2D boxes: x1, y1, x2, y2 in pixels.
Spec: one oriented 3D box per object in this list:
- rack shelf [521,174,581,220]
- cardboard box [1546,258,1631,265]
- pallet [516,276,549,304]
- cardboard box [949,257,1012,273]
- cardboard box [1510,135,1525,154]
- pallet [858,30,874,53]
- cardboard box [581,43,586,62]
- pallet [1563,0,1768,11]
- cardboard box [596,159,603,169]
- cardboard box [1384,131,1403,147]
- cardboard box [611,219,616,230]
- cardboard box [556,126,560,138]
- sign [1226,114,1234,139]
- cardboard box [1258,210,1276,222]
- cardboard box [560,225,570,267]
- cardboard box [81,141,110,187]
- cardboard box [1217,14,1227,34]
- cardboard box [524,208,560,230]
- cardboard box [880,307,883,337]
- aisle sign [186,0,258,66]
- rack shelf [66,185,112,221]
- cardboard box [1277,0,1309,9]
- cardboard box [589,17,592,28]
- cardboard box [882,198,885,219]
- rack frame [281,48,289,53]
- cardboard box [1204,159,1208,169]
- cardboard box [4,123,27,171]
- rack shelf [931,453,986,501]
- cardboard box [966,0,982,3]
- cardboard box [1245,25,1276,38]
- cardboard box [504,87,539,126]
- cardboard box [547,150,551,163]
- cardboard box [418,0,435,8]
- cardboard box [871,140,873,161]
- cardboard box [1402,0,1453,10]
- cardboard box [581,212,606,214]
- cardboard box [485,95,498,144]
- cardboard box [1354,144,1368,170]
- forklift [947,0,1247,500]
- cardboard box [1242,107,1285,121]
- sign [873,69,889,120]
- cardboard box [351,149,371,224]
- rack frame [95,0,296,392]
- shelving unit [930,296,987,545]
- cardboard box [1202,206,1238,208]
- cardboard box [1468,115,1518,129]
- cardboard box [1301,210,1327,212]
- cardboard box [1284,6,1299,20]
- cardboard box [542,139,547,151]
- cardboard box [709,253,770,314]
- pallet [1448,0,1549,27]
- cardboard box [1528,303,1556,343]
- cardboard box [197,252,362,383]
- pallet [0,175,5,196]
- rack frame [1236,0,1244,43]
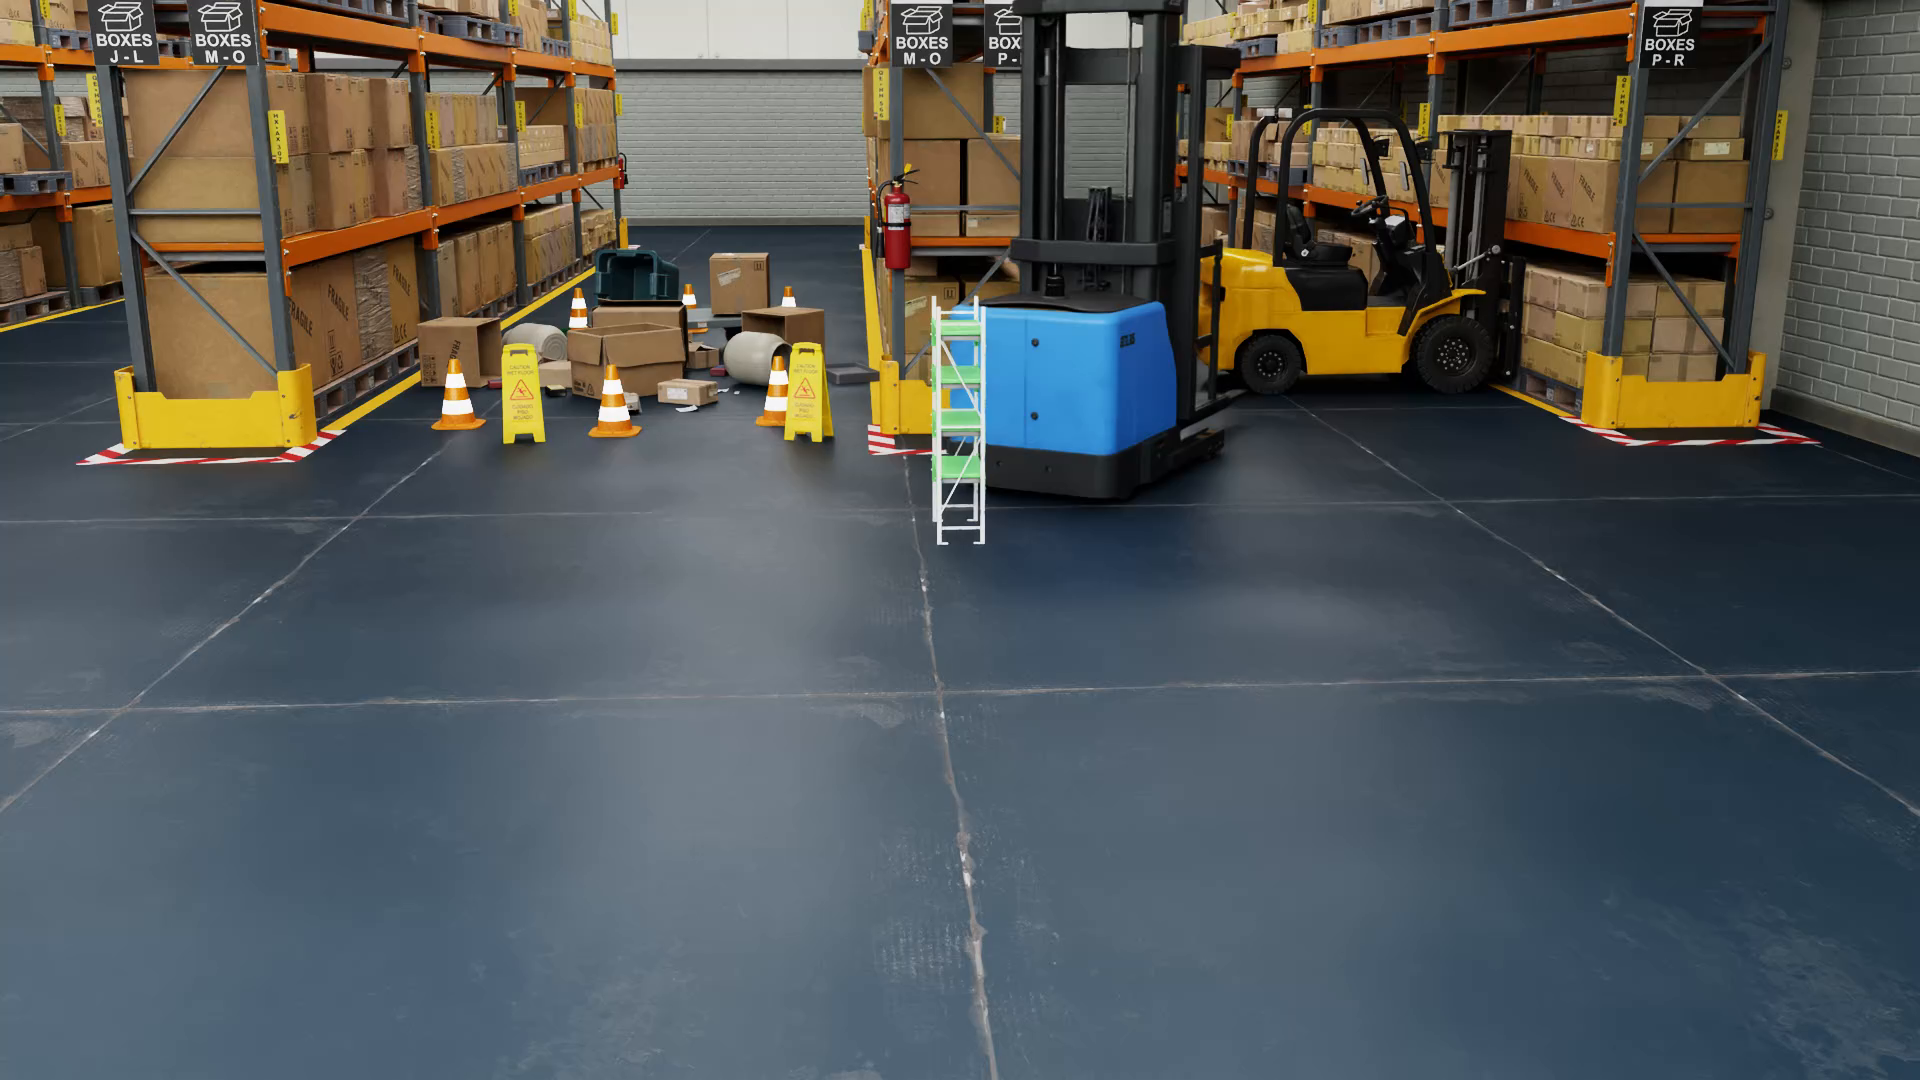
[{"bbox_3d":[-5.513,-4.240,20.430,1.077,0.370,4.000,-1,14,-3],"label":"rack shelf"},{"bbox_3d":[5.074,-2.135,13.474,0.500,0.250,0.500,-1,14,-5],"label":"cardboard box"},{"bbox_3d":[-5.436,-2.935,19.510,1.003,0.211,1.213,-1,14,-3],"label":"pallet"},{"bbox_3d":[0.163,-2.036,13.592,0.500,0.500,0.500,0,14,0],"label":"cardboard box"},{"bbox_3d":[4.580,-3.170,13.324,0.380,0.149,0.250,-1,14,-5],"label":"cardboard box"},{"bbox_3d":[-0.548,-5.713,19.071,1.213,0.211,1.003,0,14,-1],"label":"pallet"},{"bbox_3d":[-5.442,-6.710,22.865,0.500,0.250,0.500,-1,14,-4],"label":"cardboard box"},{"bbox_3d":[4.977,-3.867,11.693,1.003,0.211,1.213,-1,14,-3],"label":"pallet"},{"bbox_3d":[-5.548,-5.629,24.887,0.380,0.149,0.250,-2,15,-6],"label":"cardboard box"},{"bbox_3d":[4.359,-3.908,16.195,0.380,0.149,0.250,-1,14,-5],"label":"cardboard box"},{"bbox_3d":[-5.567,-4.921,25.913,0.380,0.149,0.250,-1,14,-5],"label":"cardboard box"},{"bbox_3d":[-5.400,-5.292,21.542,0.380,0.149,0.250,-1,14,-5],"label":"cardboard box"},{"bbox_3d":[3.710,-5.674,22.822,0.100,0.325,0.005,-1,14,-3],"label":"sign"},{"bbox_3d":[4.160,-4.279,22.011,0.380,0.149,0.250,-1,14,-4],"label":"cardboard box"},{"bbox_3d":[-5.308,-3.771,21.336,0.500,0.500,0.500,-1,14,-5],"label":"cardboard box"},{"bbox_3d":[-10.139,-4.341,19.179,0.500,0.500,0.500,-1,14,-5],"label":"cardboard box"},{"bbox_3d":[3.940,-7.279,23.478,0.500,0.250,0.500,-1,14,-4],"label":"cardboard box"},{"bbox_3d":[-5.273,-4.001,20.727,0.500,0.250,0.500,-2,15,-6],"label":"cardboard box"},{"bbox_3d":[-0.440,-1.919,14.639,0.500,0.250,0.500,-2,15,-6],"label":"cardboard box"},{"bbox_3d":[-4.590,-3.347,10.300,0.394,0.787,0.004,-1,14,-3],"label":"aisle sign"},{"bbox_3d":[-10.470,-4.189,20.230,1.077,0.370,4.000,-1,14,-3],"label":"rack shelf"},{"bbox_3d":[4.388,-7.052,21.928,0.396,0.266,0.258,-1,14,-3],"label":"cardboard box"},{"bbox_3d":[-5.498,-7.435,23.880,0.380,0.149,0.250,-1,14,-5],"label":"cardboard box"},{"bbox_3d":[-0.438,-2.675,13.406,0.380,0.149,0.250,-1,14,-3],"label":"cardboard box"},{"bbox_3d":[-10.841,-8.935,25.192,1.000,3.000,0.127,-1,14,-3],"label":"rack frame"},{"bbox_3d":[3.817,-5.666,25.031,0.380,0.149,0.250,-1,14,-2],"label":"cardboard box"},{"bbox_3d":[-10.272,-4.158,17.623,0.500,0.500,0.500,-3,15,-10],"label":"cardboard box"},{"bbox_3d":[-0.010,-0.328,8.613,0.258,0.148,0.480,-1,14,-3],"label":"rack shelf"},{"bbox_3d":[0.239,-3.685,11.315,0.380,0.149,0.250,-1,14,-5],"label":"cardboard box"},{"bbox_3d":[3.898,-6.577,21.509,0.380,0.149,0.250,-1,14,-3],"label":"cardboard box"},{"bbox_3d":[-5.936,-5.875,22.537,0.500,0.500,0.500,-1,14,-5],"label":"cardboard box"},{"bbox_3d":[-5.346,-4.814,20.877,0.380,0.149,0.250,-2,15,-6],"label":"cardboard box"},{"bbox_3d":[-4.958,-4.941,15.151,0.250,0.149,0.380,-1,14,-3],"label":"cardboard box"},{"bbox_3d":[-0.826,-4.733,20.200,0.500,0.250,0.500,-1,14,-5],"label":"cardboard box"},{"bbox_3d":[4.459,-5.113,15.494,0.500,0.311,0.500,-1,14,-5],"label":"cardboard box"},{"bbox_3d":[-5.545,-4.873,25.129,0.380,0.149,0.250,-1,15,-6],"label":"cardboard box"},{"bbox_3d":[-5.371,-4.512,17.835,0.700,0.500,0.500,-1,14,-4],"label":"cardboard box"},{"bbox_3d":[4.384,-3.944,17.133,0.500,0.250,0.500,-1,14,-3],"label":"cardboard box"},{"bbox_3d":[1.042,-1.962,10.270,1.130,2.935,3.031,7,16,26],"label":"forklift"},{"bbox_3d":[4.425,-6.074,24.313,0.500,0.500,0.500,-1,14,-5],"label":"cardboard box"},{"bbox_3d":[-0.514,-2.913,10.871,0.100,0.325,0.005,-1,14,-3],"label":"sign"},{"bbox_3d":[-5.001,-2.675,12.600,0.875,0.550,0.500,-1,14,-3],"label":"cardboard box"},{"bbox_3d":[-4.893,-2.101,10.674,1.000,3.000,0.127,-1,14,-3],"label":"rack frame"},{"bbox_3d":[-0.010,-0.622,8.537,0.258,1.200,0.503,-1,14,-3],"label":"shelving unit"},{"bbox_3d":[3.961,-4.886,25.670,0.700,0.500,0.500,0,14,-1],"label":"cardboard box"},{"bbox_3d":[4.515,-3.506,14.032,0.380,0.149,0.250,-1,14,-2],"label":"cardboard box"},{"bbox_3d":[4.649,-4.296,22.075,0.380,0.149,0.250,-2,15,-6],"label":"cardboard box"},{"bbox_3d":[4.120,-6.328,19.986,0.380,0.149,0.250,-1,14,-5],"label":"cardboard box"},{"bbox_3d":[-5.330,-4.888,20.569,0.380,0.149,0.250,-1,14,-3],"label":"cardboard box"},{"bbox_3d":[-1.982,-2.319,15.017,0.500,0.500,0.500,-1,14,-3],"label":"cardboard box"},{"bbox_3d":[4.826,-4.473,14.051,1.003,0.211,1.213,-1,14,-3],"label":"pallet"},{"bbox_3d":[4.632,-1.636,12.535,0.500,0.250,0.500,-1,14,-4],"label":"cardboard box"},{"bbox_3d":[-5.058,-1.662,12.389,0.875,0.875,0.875,-1,14,-4],"label":"cardboard box"},{"bbox_3d":[-10.182,-3.455,16.320,1.003,0.211,1.213,-1,14,-3],"label":"pallet"},{"bbox_3d":[4.251,-8.170,22.222,1.000,3.000,0.127,-1,14,-3],"label":"rack frame"}]
